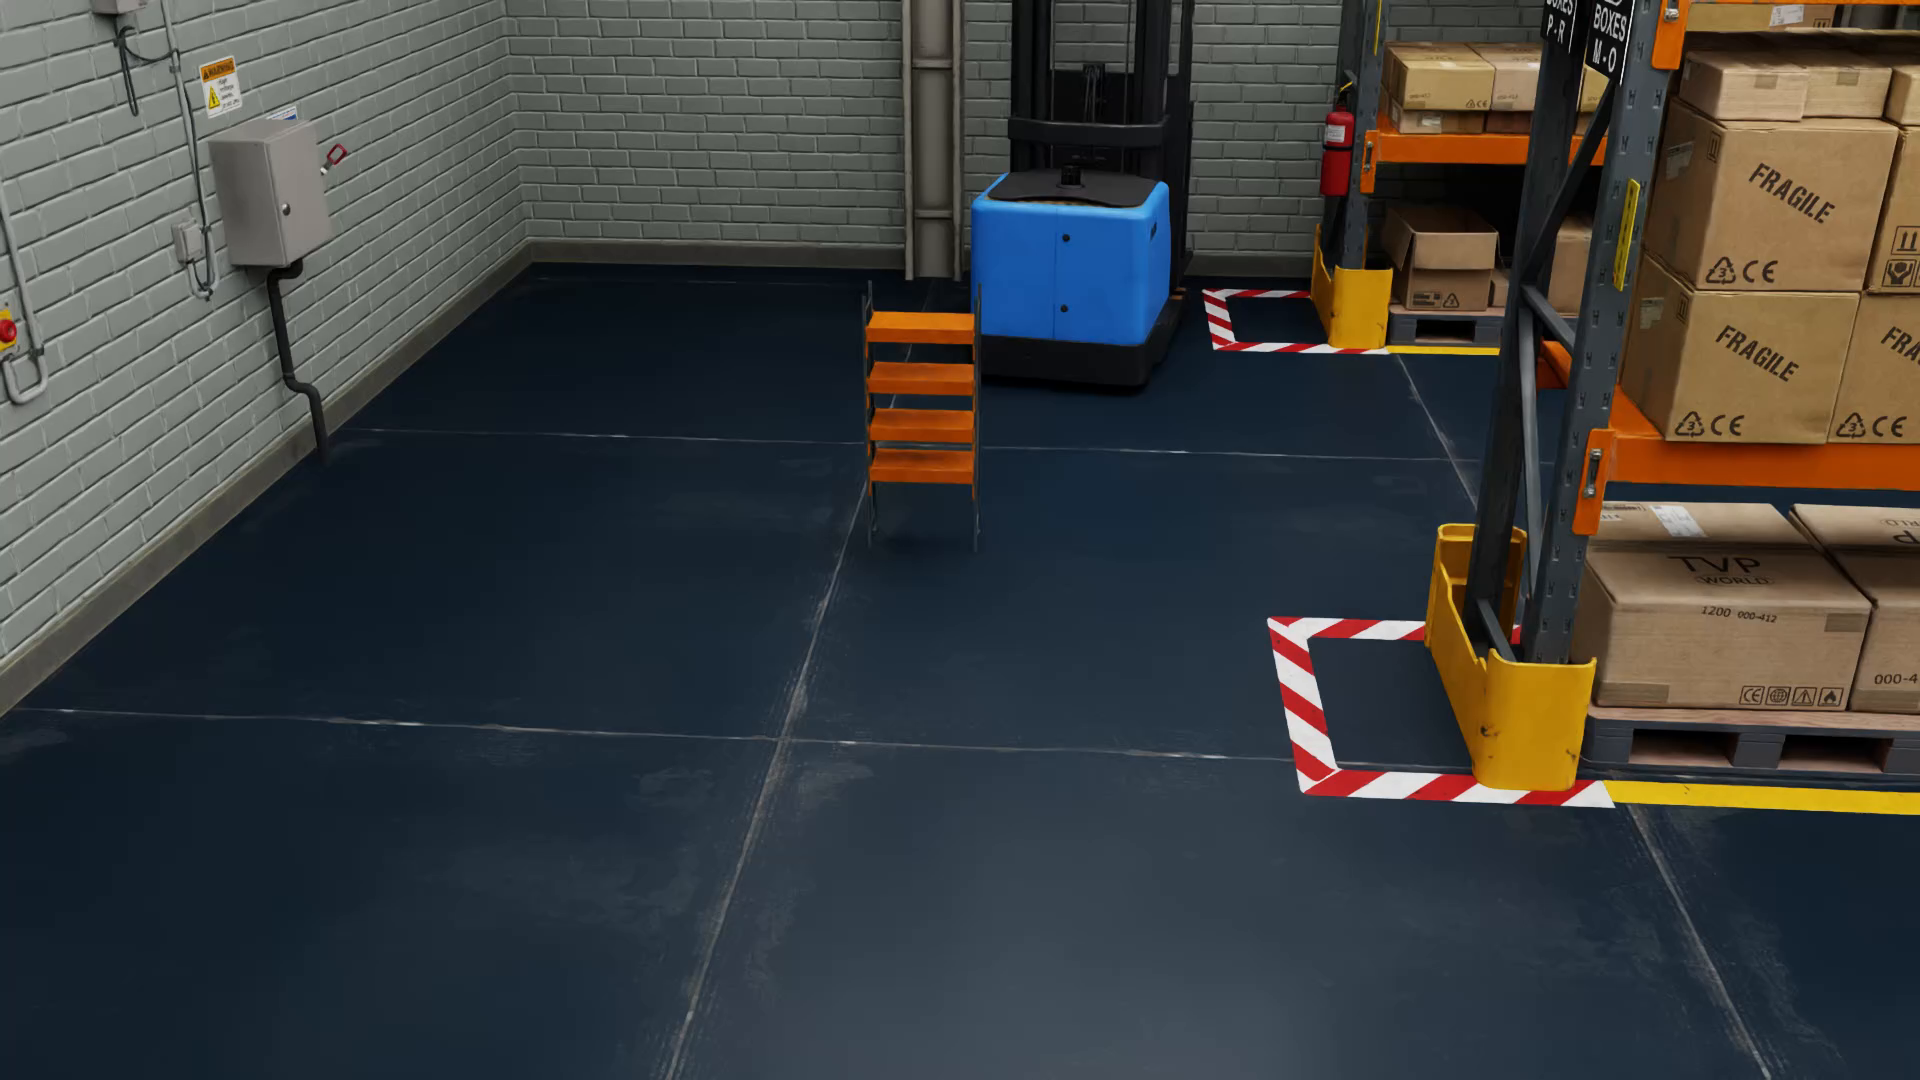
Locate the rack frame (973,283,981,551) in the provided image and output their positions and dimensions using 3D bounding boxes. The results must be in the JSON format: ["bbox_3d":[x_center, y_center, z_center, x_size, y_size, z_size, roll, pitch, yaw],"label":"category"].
[{"bbox_3d":[0.078,-0.543,7.494,0.015,1.200,0.240,2,25,4],"label":"rack frame"}]

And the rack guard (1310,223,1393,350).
[{"bbox_3d":[2.517,-1.657,10.753,0.348,0.500,1.175,2,25,4],"label":"rack guard"}]

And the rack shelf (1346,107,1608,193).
[{"bbox_3d":[4.435,-2.404,10.247,4.000,0.370,1.077,2,25,4],"label":"rack shelf"}]

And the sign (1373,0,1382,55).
[{"bbox_3d":[2.400,-2.962,9.563,0.005,0.325,0.100,2,25,4],"label":"sign"}]

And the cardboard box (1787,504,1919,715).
[{"bbox_3d":[3.644,0.252,6.176,0.875,0.438,0.875,2,25,5],"label":"cardboard box"}]

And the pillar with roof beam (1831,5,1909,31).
[{"bbox_3d":[5.475,-3.996,5.669,0.400,9.000,9.100,2,25,4],"label":"pillar with roof beam"}]

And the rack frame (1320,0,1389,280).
[{"bbox_3d":[2.441,-2.795,10.235,0.127,3.000,1.000,2,25,4],"label":"rack frame"}]

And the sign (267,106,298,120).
[{"bbox_3d":[-3.421,-1.937,8.484,0.001,0.494,0.329,2,25,4],"label":"sign"}]

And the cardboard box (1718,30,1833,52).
[{"bbox_3d":[2.693,-1.594,5.534,0.250,0.149,0.380,2,25,5],"label":"cardboard box"}]

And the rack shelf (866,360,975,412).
[{"bbox_3d":[-0.165,-0.692,7.445,0.480,0.148,0.258,2,25,4],"label":"rack shelf"}]

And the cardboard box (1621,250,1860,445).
[{"bbox_3d":[2.522,-0.636,5.425,0.500,0.500,0.500,2,25,4],"label":"cardboard box"}]

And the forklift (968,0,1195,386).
[{"bbox_3d":[0.912,-2.800,10.330,1.130,2.935,3.031,6,25,13],"label":"forklift"}]

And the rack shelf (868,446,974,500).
[{"bbox_3d":[-0.165,-0.309,7.622,0.480,0.148,0.258,2,25,4],"label":"rack shelf"}]

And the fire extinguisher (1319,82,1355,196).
[{"bbox_3d":[2.259,-2.402,9.921,0.183,0.674,0.296,2,25,4],"label":"fire extinguisher"}]

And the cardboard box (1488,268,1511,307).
[{"bbox_3d":[3.465,-1.602,10.550,0.250,0.149,0.380,1,25,2],"label":"cardboard box"}]

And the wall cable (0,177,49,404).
[{"bbox_3d":[-3.559,-1.372,5.891,0.123,1.953,0.585,2,25,4],"label":"wall cable"}]

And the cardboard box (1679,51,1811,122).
[{"bbox_3d":[2.398,-1.393,5.098,0.250,0.149,0.380,2,25,5],"label":"cardboard box"}]

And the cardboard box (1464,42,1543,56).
[{"bbox_3d":[3.434,-2.941,10.376,0.500,0.250,0.500,2,25,4],"label":"cardboard box"}]

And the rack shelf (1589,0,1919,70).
[{"bbox_3d":[4.059,-1.698,5.123,4.000,0.370,1.077,2,25,4],"label":"rack shelf"}]

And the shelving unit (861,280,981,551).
[{"bbox_3d":[-0.165,-0.550,7.511,0.503,1.200,0.258,2,25,4],"label":"shelving unit"}]

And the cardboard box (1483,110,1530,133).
[{"bbox_3d":[3.270,-2.573,10.054,0.250,0.149,0.380,2,25,3],"label":"cardboard box"}]

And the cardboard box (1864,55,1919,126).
[{"bbox_3d":[2.915,-1.359,5.022,0.250,0.149,0.380,3,25,6],"label":"cardboard box"}]

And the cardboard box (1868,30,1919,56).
[{"bbox_3d":[3.205,-1.596,5.538,0.250,0.149,0.380,2,25,5],"label":"cardboard box"}]

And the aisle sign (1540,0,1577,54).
[{"bbox_3d":[2.017,-2.038,5.482,0.004,0.787,0.394,2,25,4],"label":"aisle sign"}]

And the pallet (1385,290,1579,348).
[{"bbox_3d":[3.312,-1.500,10.758,1.213,0.211,1.003,2,25,4],"label":"pallet"}]

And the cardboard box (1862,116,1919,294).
[{"bbox_3d":[3.038,-1.078,5.188,0.500,0.500,0.500,1,25,3],"label":"cardboard box"}]

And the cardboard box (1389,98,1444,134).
[{"bbox_3d":[2.748,-2.556,10.017,0.250,0.149,0.380,2,25,4],"label":"cardboard box"}]

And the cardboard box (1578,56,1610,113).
[{"bbox_3d":[3.881,-2.704,9.862,0.500,0.250,0.500,1,25,3],"label":"cardboard box"}]

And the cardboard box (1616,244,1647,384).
[{"bbox_3d":[2.566,-0.866,5.924,0.500,0.500,0.500,2,25,4],"label":"cardboard box"}]

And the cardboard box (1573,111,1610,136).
[{"bbox_3d":[3.782,-2.533,9.968,0.250,0.149,0.380,2,25,5],"label":"cardboard box"}]

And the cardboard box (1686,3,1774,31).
[{"bbox_3d":[4.369,-3.028,9.668,0.500,0.500,0.500,2,25,5],"label":"cardboard box"}]

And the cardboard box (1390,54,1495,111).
[{"bbox_3d":[2.873,-2.735,9.929,0.500,0.250,0.500,2,25,4],"label":"cardboard box"}]
